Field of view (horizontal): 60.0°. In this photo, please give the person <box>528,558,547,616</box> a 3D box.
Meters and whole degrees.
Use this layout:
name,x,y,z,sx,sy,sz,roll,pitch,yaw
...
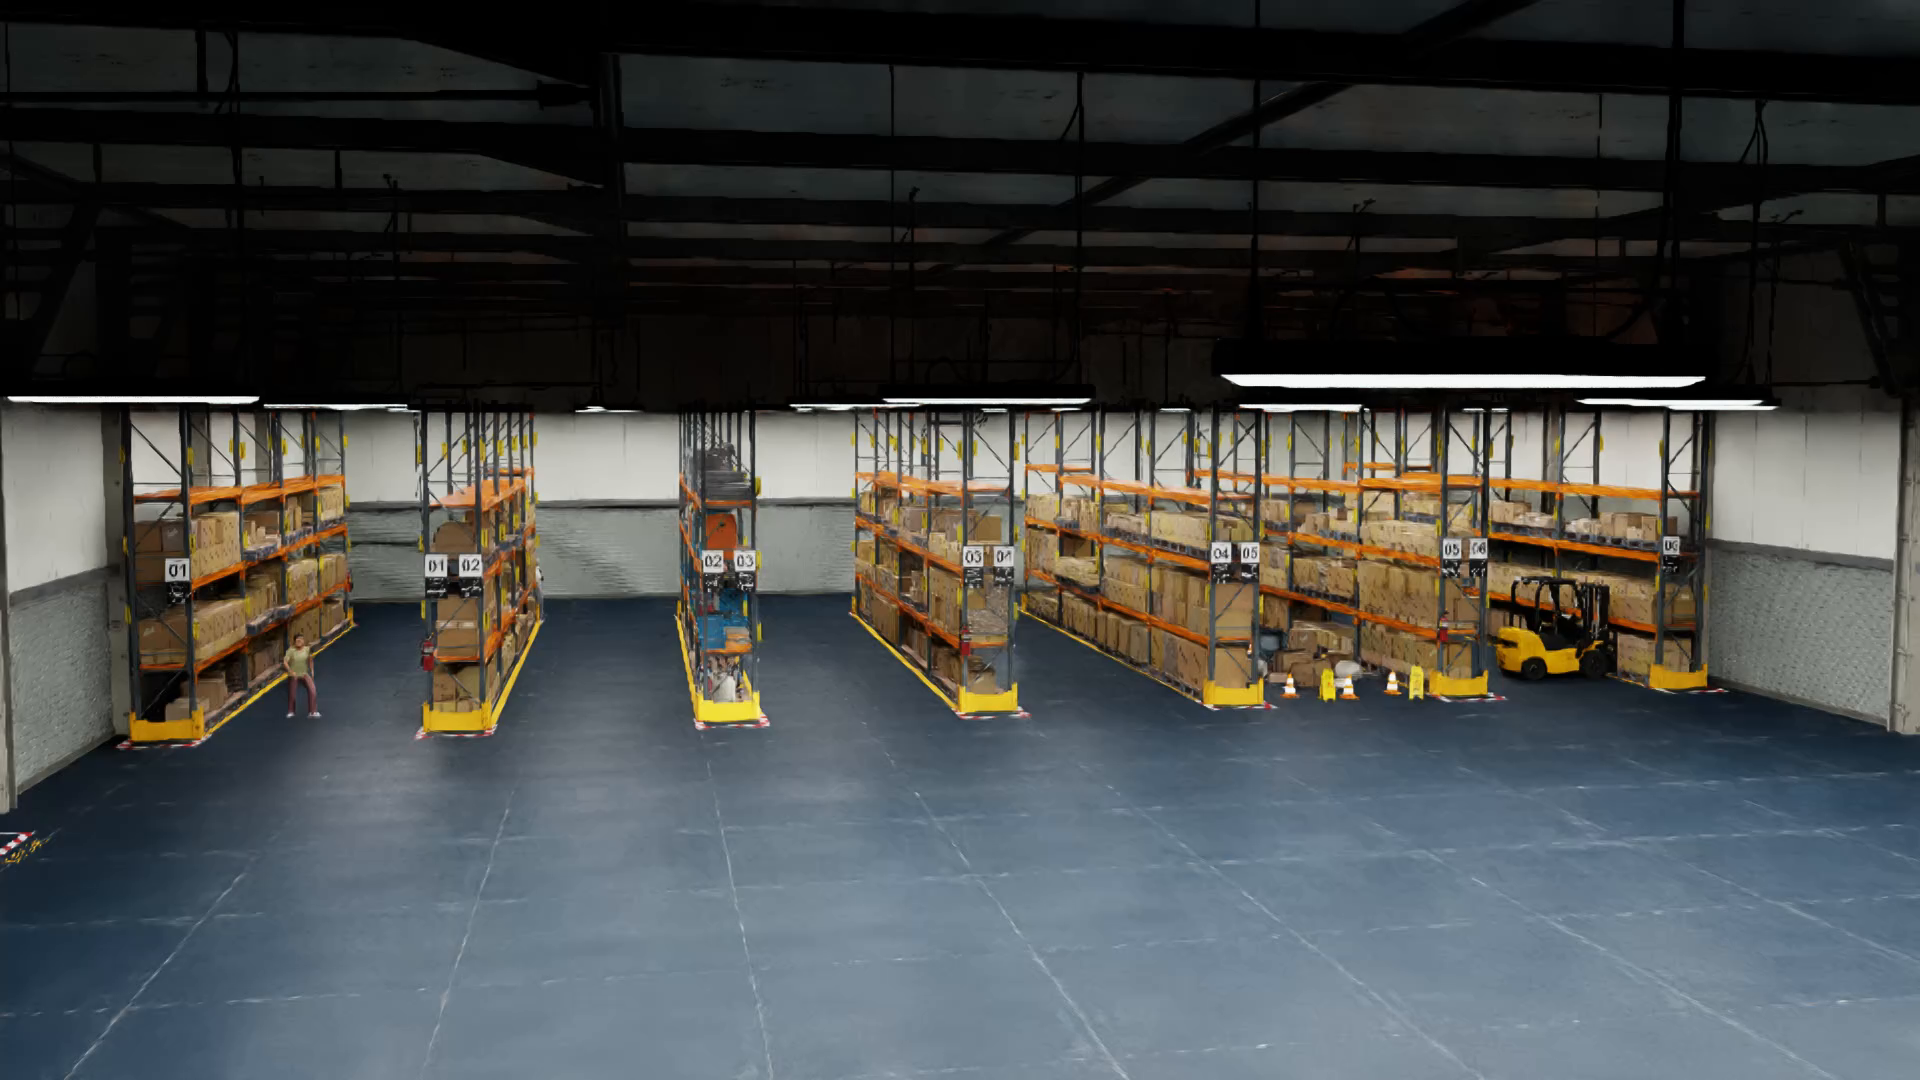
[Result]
name,x,y,z,sx,sy,sz,roll,pitch,yaw
person,-12.035,1.332,47.066,0.482,1.678,0.512,3,5,36

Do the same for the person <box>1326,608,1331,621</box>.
name,x,y,z,sx,sy,sz,roll,pitch,yaw
person,9.802,1.467,44.858,0.494,1.725,0.578,2,5,19

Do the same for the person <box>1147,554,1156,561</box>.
name,x,y,z,sx,sy,sz,roll,pitch,yaw
person,5.582,1.186,48.307,0.486,1.772,0.625,-1,4,-16

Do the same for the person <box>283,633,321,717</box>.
name,x,y,z,sx,sy,sz,roll,pitch,yaw
person,-12.440,2.556,31.321,0.590,1.598,0.756,-3,5,-33
